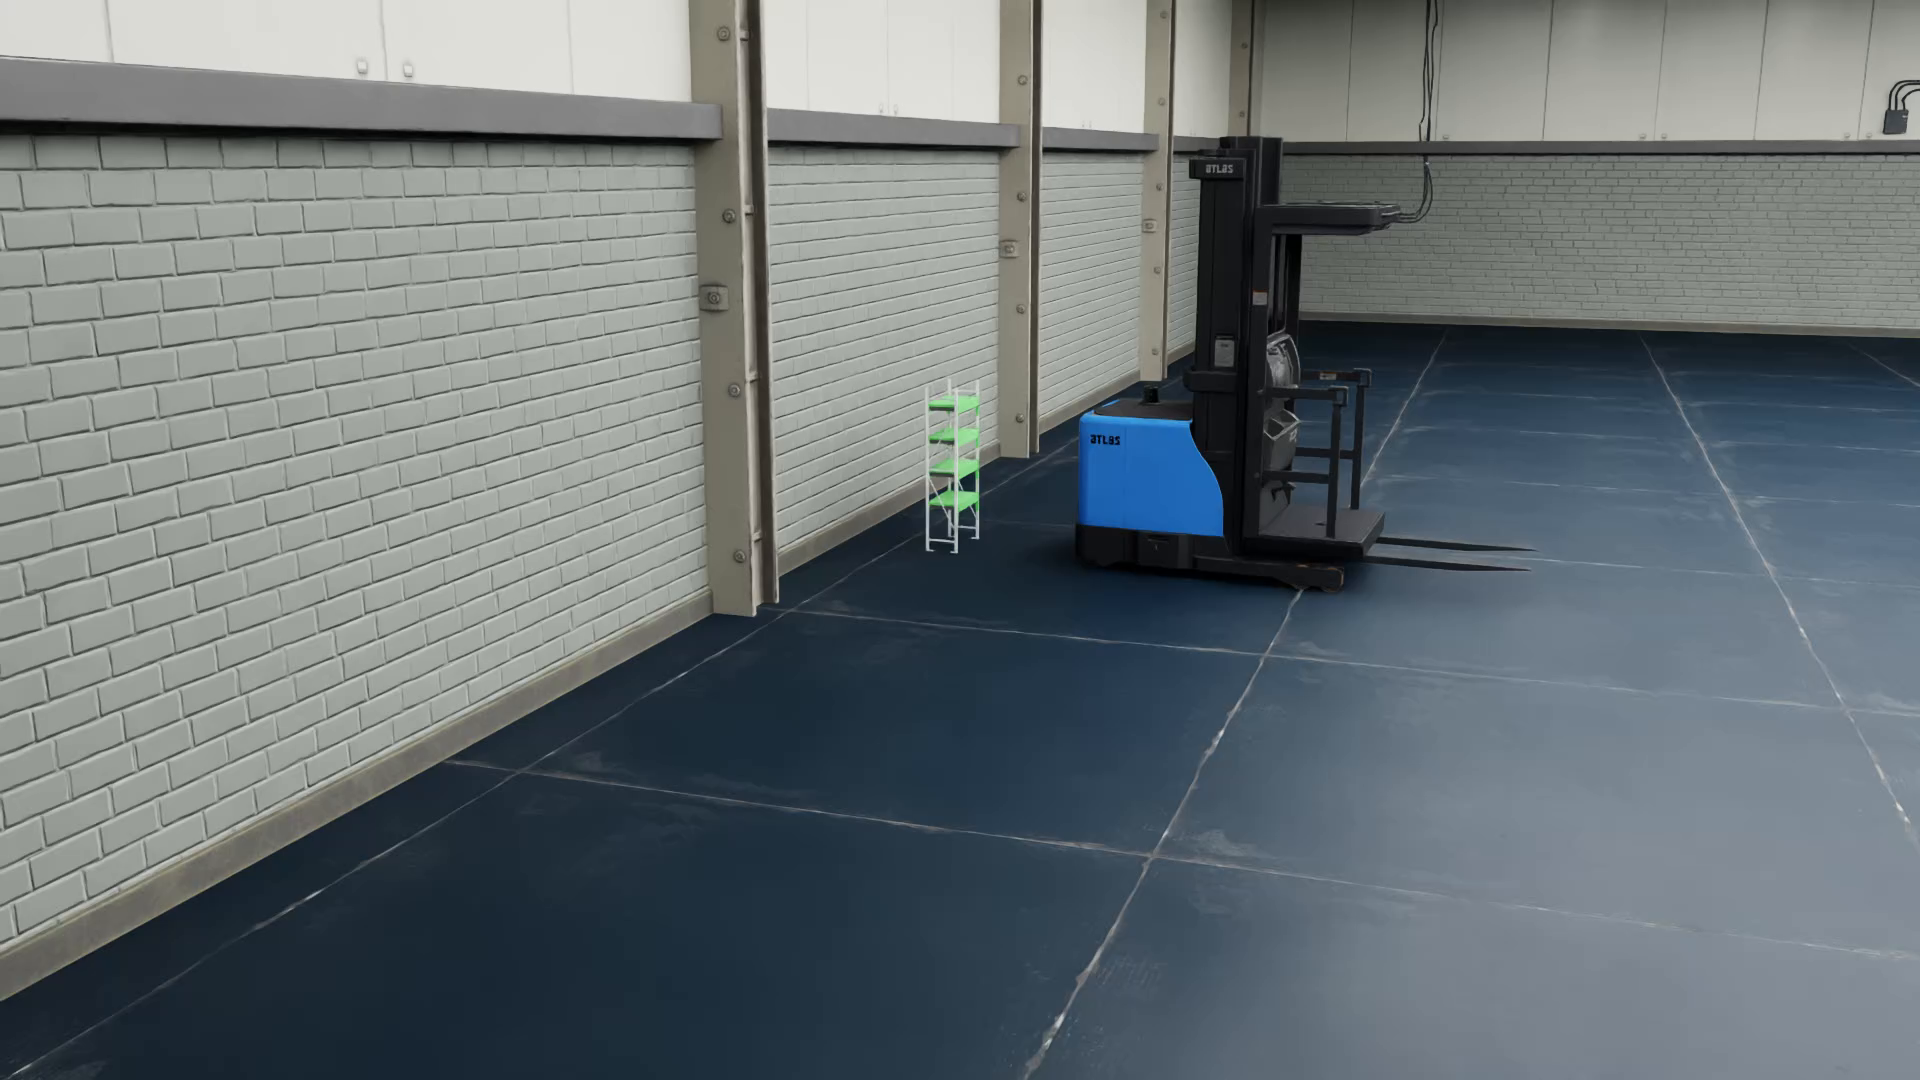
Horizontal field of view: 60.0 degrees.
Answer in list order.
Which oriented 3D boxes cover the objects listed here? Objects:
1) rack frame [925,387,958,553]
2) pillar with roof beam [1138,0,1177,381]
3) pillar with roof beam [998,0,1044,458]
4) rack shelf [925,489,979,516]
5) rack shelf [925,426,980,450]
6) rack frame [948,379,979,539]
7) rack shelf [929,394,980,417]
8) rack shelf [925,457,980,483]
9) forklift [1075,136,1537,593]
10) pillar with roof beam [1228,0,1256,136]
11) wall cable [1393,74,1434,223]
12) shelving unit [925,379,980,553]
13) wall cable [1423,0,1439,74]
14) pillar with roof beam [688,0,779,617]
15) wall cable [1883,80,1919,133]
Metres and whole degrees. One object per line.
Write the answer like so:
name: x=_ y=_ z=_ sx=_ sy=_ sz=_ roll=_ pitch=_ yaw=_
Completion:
rack frame: x=-0.132 y=-0.499 z=11.977 sx=0.240 sy=1.200 sz=0.015 roll=4 pitch=14 yaw=18
pillar with roof beam: x=6.579 y=-6.178 z=19.331 sx=9.100 sy=9.000 sz=0.400 roll=4 pitch=14 yaw=18
pillar with roof beam: x=4.638 y=-4.914 z=13.796 sx=9.100 sy=9.000 sz=0.400 roll=4 pitch=14 yaw=18
rack shelf: x=-0.054 y=-0.254 z=12.269 sx=0.258 sy=0.148 sz=0.480 roll=4 pitch=14 yaw=18
rack shelf: x=-0.054 y=-0.722 z=12.163 sx=0.258 sy=0.148 sz=0.480 roll=4 pitch=14 yaw=18
rack frame: x=0.025 y=-0.601 z=12.427 sx=0.240 sy=1.200 sz=0.015 roll=4 pitch=14 yaw=18
rack shelf: x=-0.054 y=-0.956 z=12.109 sx=0.258 sy=0.148 sz=0.480 roll=4 pitch=14 yaw=18
rack shelf: x=-0.054 y=-0.488 z=12.216 sx=0.258 sy=0.148 sz=0.480 roll=4 pitch=14 yaw=18
forklift: x=2.376 y=-1.216 z=11.228 sx=3.031 sy=2.935 sz=1.130 roll=5 pitch=14 yaw=21
pillar with roof beam: x=8.521 y=-7.441 z=24.866 sx=9.100 sy=9.000 sz=0.400 roll=4 pitch=14 yaw=18
wall cable: x=6.652 y=-6.762 z=28.870 sx=3.097 sy=2.526 sz=0.112 roll=4 pitch=14 yaw=18
shelving unit: x=-0.054 y=-0.550 z=12.202 sx=0.258 sy=1.200 sz=0.503 roll=4 pitch=14 yaw=18
wall cable: x=9.211 y=-9.030 z=27.455 sx=3.097 sy=2.526 sz=0.112 roll=4 pitch=14 yaw=18
pillar with roof beam: x=2.697 y=-3.651 z=8.261 sx=9.100 sy=9.000 sz=0.400 roll=4 pitch=14 yaw=18
wall cable: x=15.629 y=-9.247 z=25.137 sx=2.305 sy=6.003 sz=0.169 roll=4 pitch=14 yaw=18
